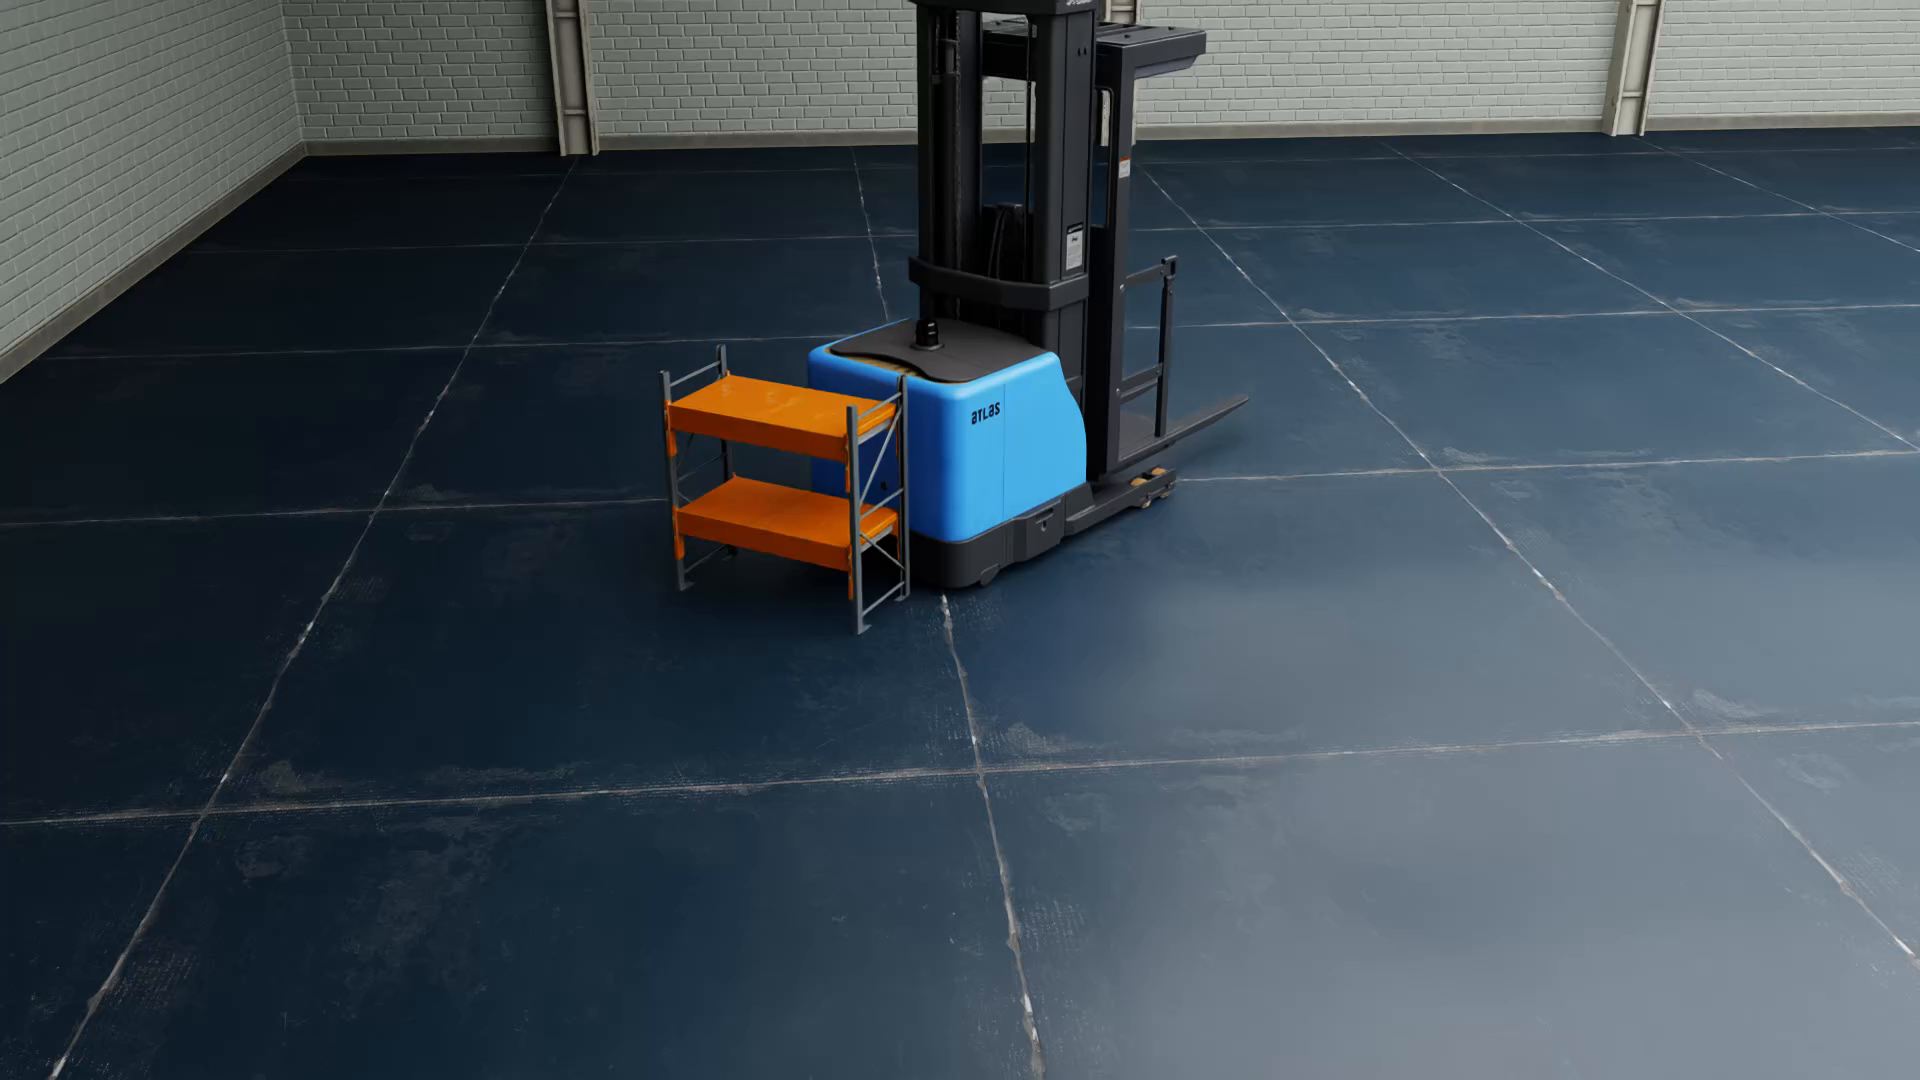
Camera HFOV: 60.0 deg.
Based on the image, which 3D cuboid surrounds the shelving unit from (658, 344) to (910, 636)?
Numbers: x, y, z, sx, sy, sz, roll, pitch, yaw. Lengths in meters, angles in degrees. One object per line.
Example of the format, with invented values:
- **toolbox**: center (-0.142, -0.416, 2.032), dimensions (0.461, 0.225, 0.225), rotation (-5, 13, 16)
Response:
- **shelving unit**: center (-0.823, -0.257, 7.942), dimensions (1.048, 1.125, 0.538), rotation (12, 27, 25)

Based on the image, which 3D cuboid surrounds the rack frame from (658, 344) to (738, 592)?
- **rack frame**: center (-1.275, -0.352, 8.156), dimensions (0.032, 1.125, 0.500), rotation (12, 27, 25)

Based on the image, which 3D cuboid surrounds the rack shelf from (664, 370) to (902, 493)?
- **rack shelf**: center (-0.823, -0.524, 7.823), dimensions (1.000, 0.278, 0.538), rotation (12, 27, 25)

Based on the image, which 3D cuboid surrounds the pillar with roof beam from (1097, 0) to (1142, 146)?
- **pillar with roof beam**: center (2.196, -6.892, 13.176), dimensions (0.400, 9.000, 9.100), rotation (-2, 24, -5)

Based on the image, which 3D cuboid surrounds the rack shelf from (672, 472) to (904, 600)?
- **rack shelf**: center (-0.823, -0.033, 8.042), dimensions (1.000, 0.278, 0.538), rotation (12, 27, 25)

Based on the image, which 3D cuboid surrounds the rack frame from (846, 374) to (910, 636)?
- **rack frame**: center (-0.372, -0.162, 7.729), dimensions (0.032, 1.125, 0.500), rotation (12, 27, 25)

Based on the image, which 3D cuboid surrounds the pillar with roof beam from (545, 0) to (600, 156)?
- **pillar with roof beam**: center (-3.775, -6.652, 12.637), dimensions (0.400, 9.000, 9.100), rotation (-2, 24, -5)

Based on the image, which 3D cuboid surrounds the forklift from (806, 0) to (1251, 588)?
- **forklift**: center (0.554, -1.630, 8.810), dimensions (1.130, 2.935, 3.031), rotation (19, 30, 36)

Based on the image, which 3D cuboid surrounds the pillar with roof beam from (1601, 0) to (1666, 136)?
- **pillar with roof beam**: center (8.167, -7.131, 13.715), dimensions (0.400, 9.000, 9.100), rotation (-2, 24, -5)
